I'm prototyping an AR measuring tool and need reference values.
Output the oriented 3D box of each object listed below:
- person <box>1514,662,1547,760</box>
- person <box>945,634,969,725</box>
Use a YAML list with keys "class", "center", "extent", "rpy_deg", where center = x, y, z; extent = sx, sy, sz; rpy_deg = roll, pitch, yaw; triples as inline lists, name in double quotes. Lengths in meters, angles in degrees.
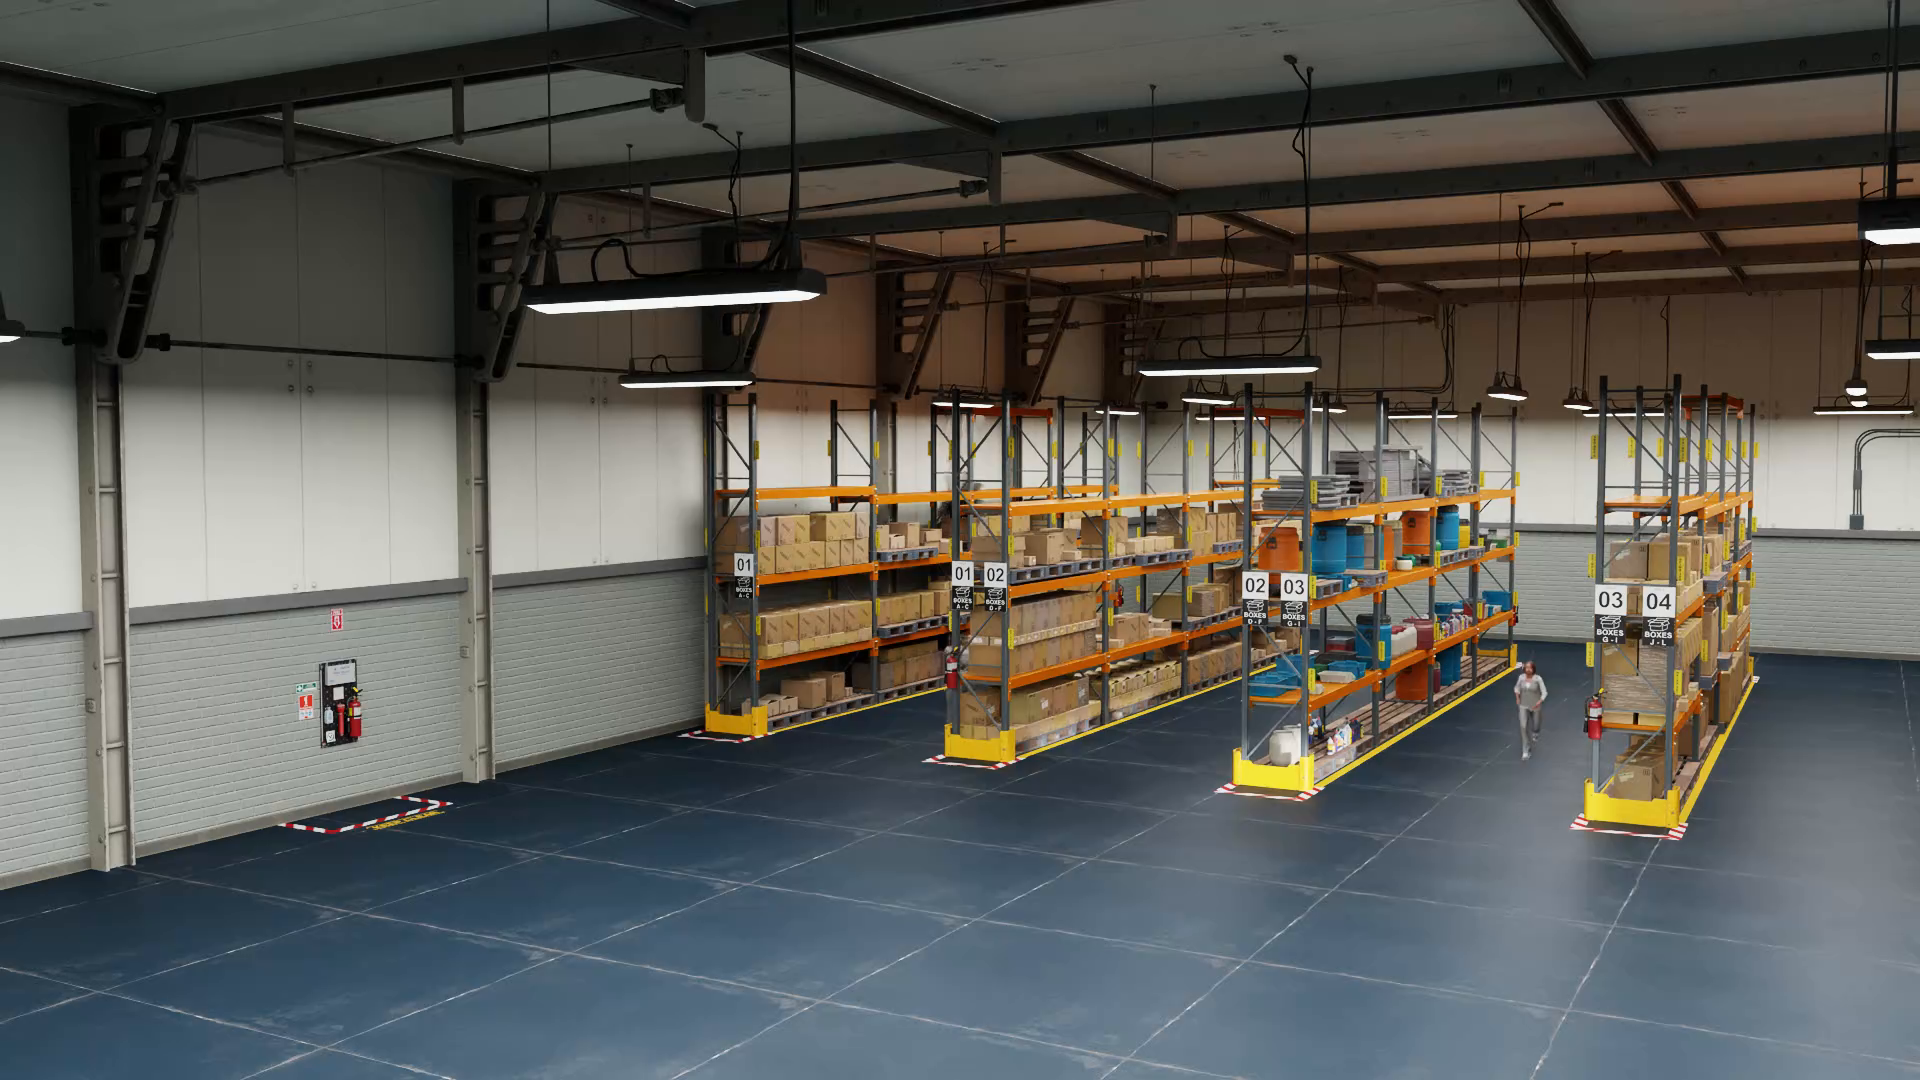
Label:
- class: "person"
  center: [9.333, 2.771, 27.219]
  extent: [0.520, 1.579, 0.926]
  rpy_deg: [1, 3, 22]
- class: "person"
  center: [-0.033, 2.538, 30.466]
  extent: [0.581, 1.687, 1.034]
  rpy_deg: [1, 3, 19]
